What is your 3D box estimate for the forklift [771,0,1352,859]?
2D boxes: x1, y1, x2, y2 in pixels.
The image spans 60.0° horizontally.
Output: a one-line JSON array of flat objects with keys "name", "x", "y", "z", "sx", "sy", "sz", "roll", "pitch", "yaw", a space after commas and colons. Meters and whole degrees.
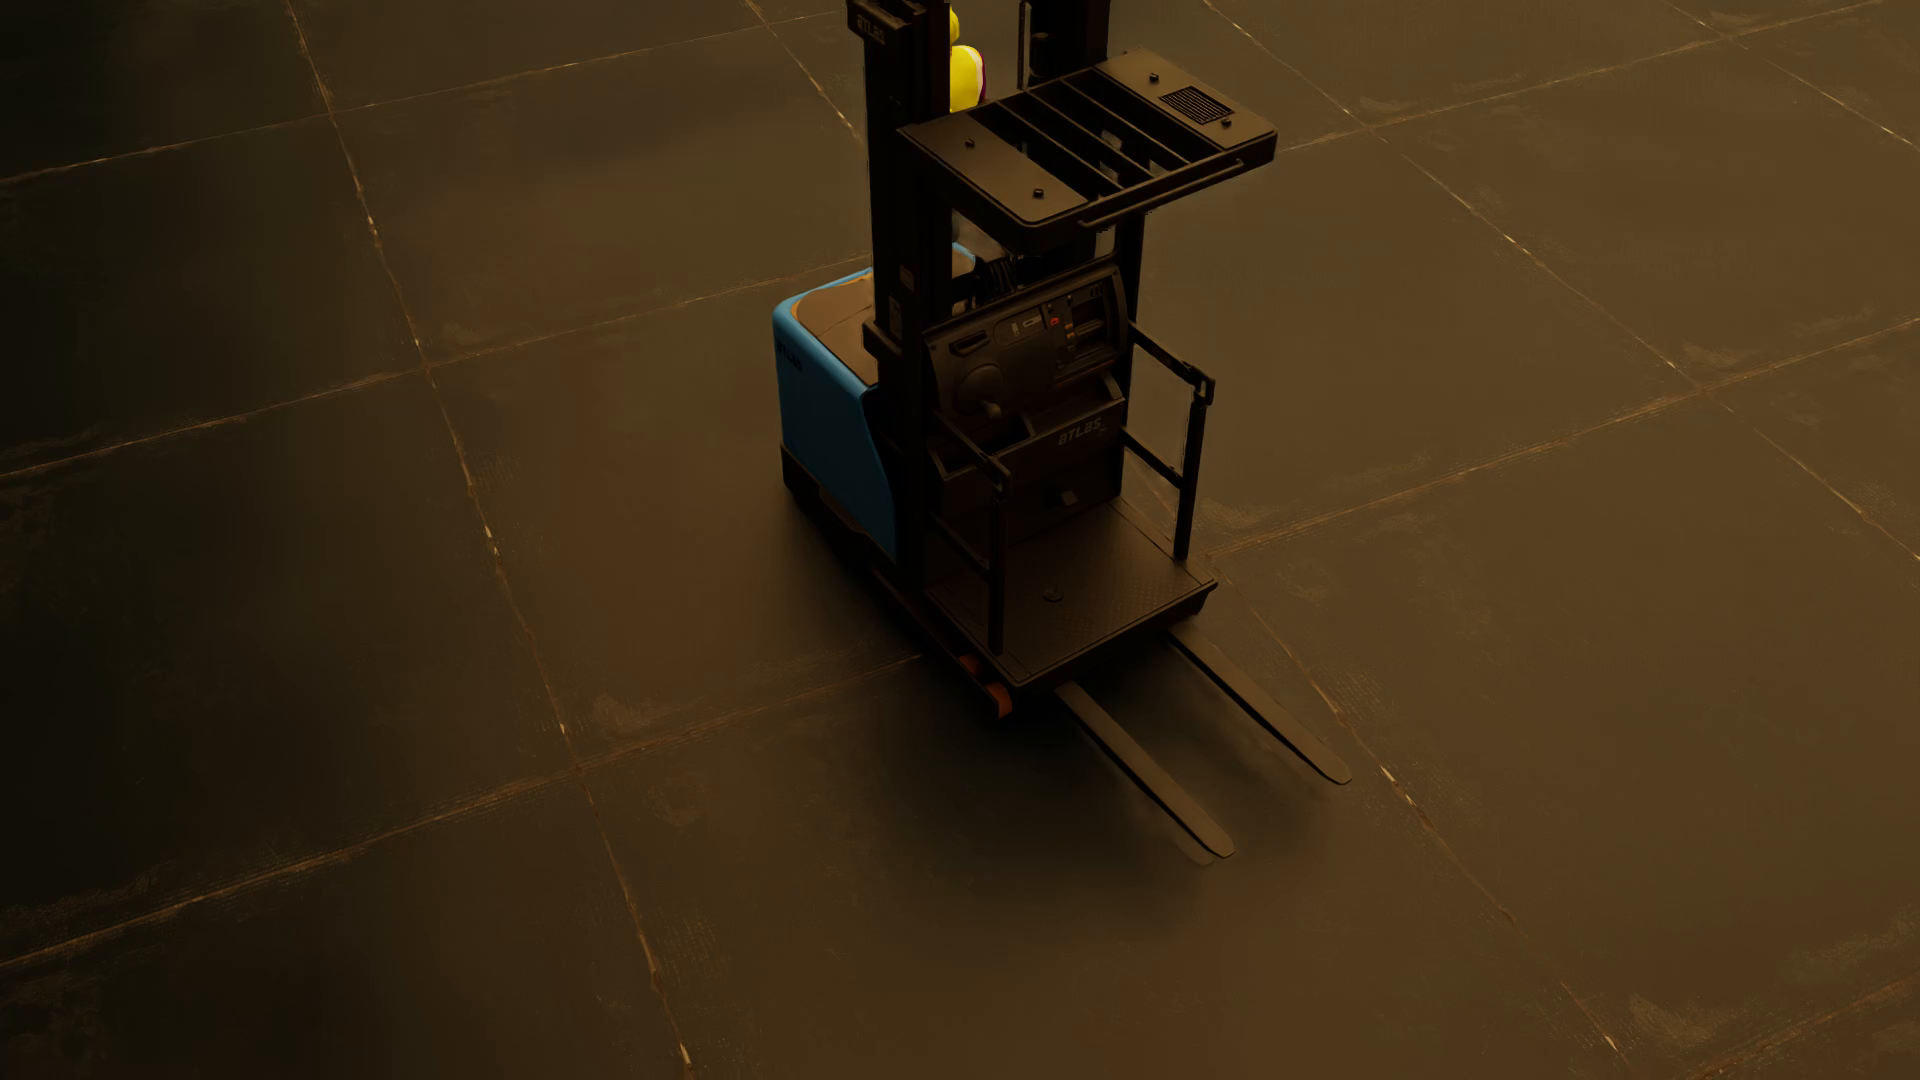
[{"name": "forklift", "x": 0.399, "y": -0.694, "z": 6.423, "sx": 1.130, "sy": 2.935, "sz": 3.031, "roll": -25, "pitch": 49, "yaw": -25}]

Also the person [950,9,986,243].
[{"name": "person", "x": -0.196, "y": -2.007, "z": 8.673, "sx": 0.575, "sy": 1.766, "sz": 0.667, "roll": 27, "pitch": 49, "yaw": 26}]
